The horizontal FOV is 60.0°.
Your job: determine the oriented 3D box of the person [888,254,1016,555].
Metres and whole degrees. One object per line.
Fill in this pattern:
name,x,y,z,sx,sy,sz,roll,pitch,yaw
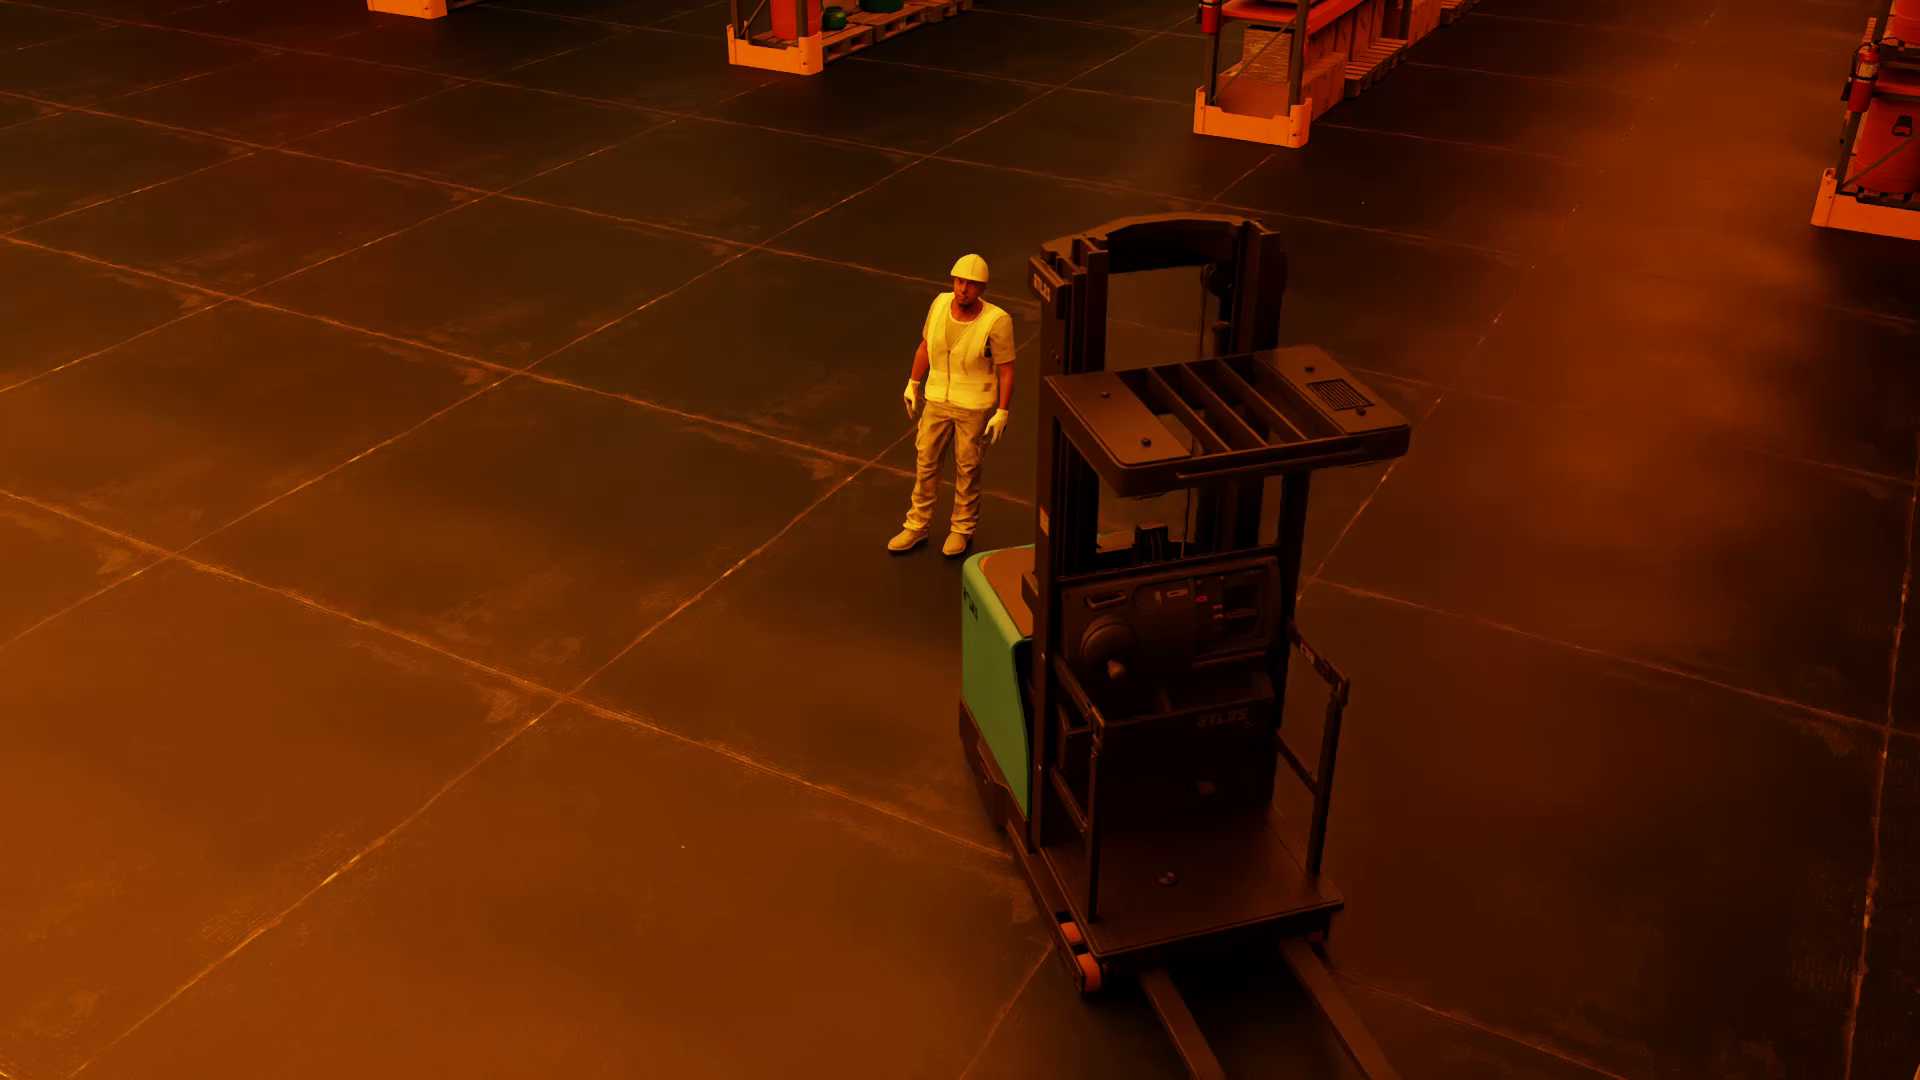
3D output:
person,-0.042,-0.748,9.502,0.656,1.784,0.575,15,33,25

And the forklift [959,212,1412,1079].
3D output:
forklift,0.912,0.360,6.447,1.130,2.935,3.031,-9,31,-15
